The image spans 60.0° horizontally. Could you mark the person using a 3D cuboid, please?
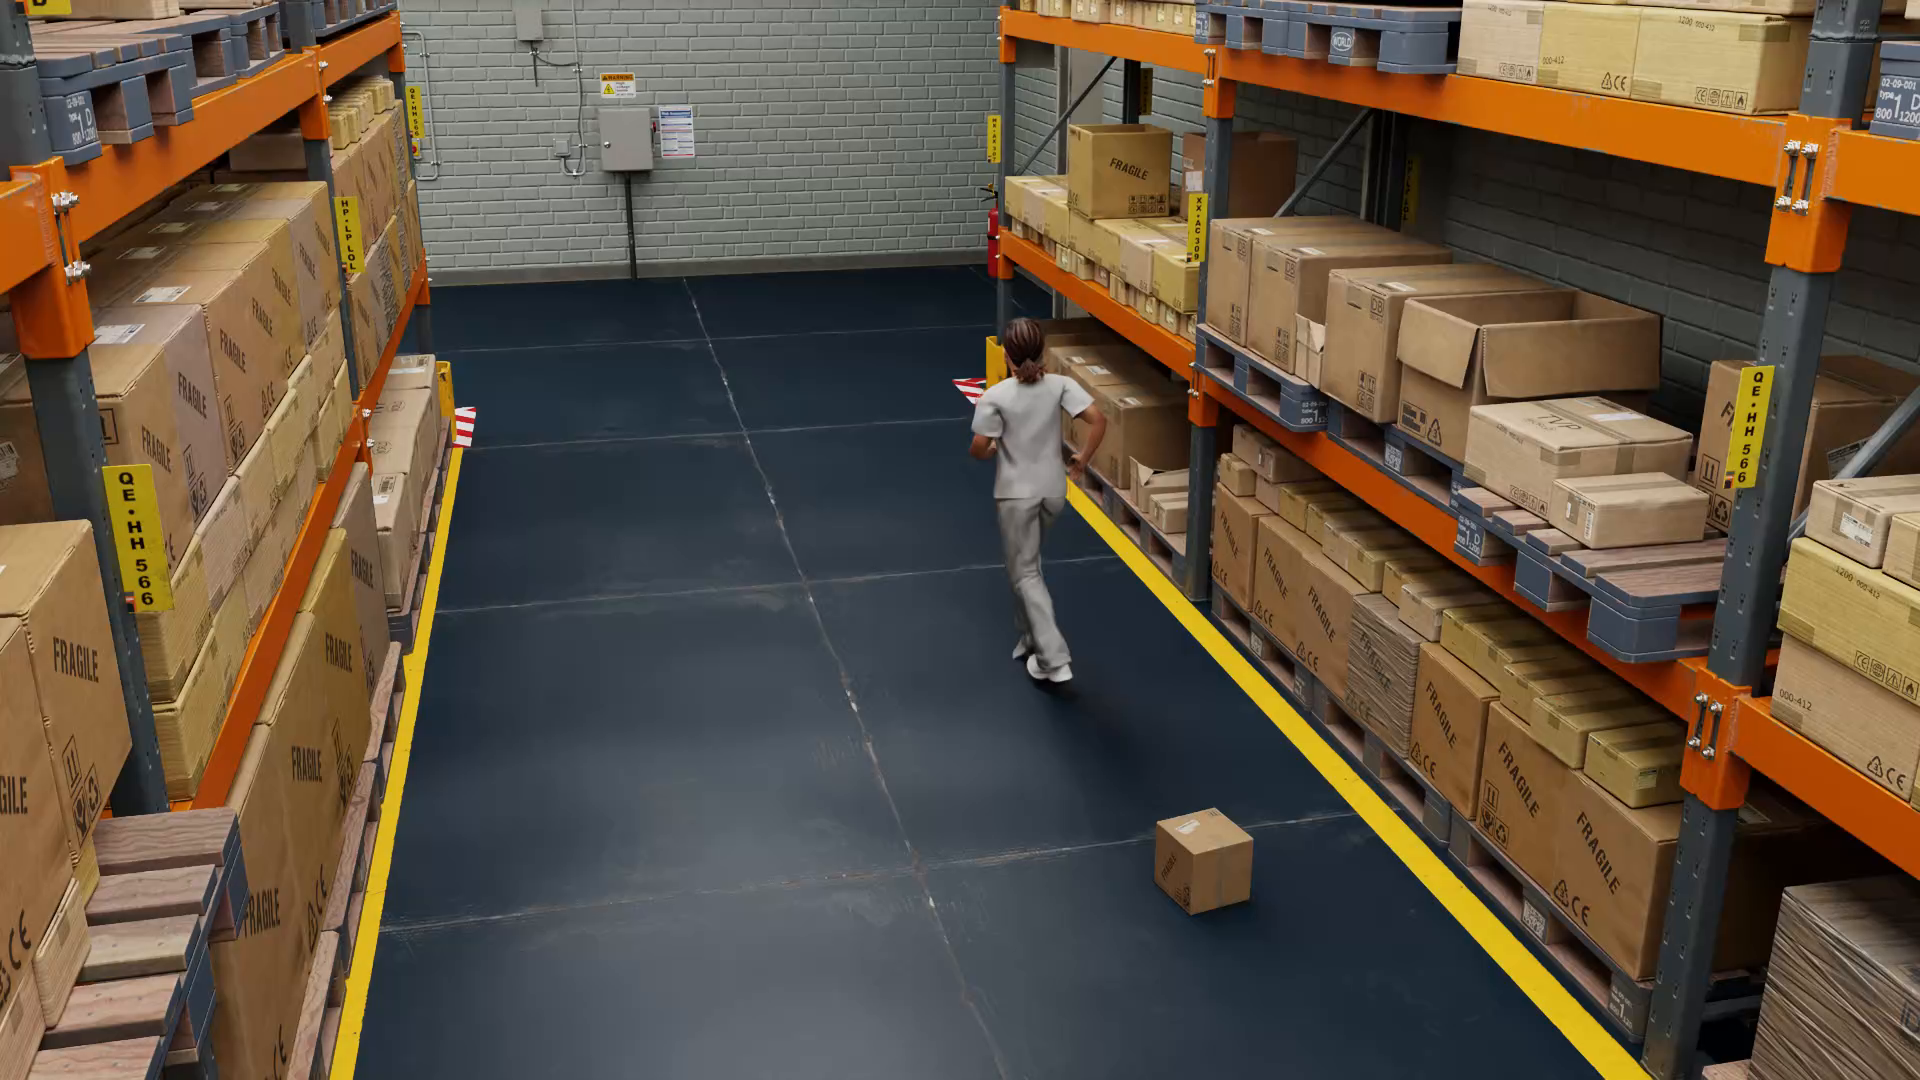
[{"bbox_3d":[0.335,-0.152,7.528,0.580,1.702,0.681,-9,22,-23],"label":"person"}]
